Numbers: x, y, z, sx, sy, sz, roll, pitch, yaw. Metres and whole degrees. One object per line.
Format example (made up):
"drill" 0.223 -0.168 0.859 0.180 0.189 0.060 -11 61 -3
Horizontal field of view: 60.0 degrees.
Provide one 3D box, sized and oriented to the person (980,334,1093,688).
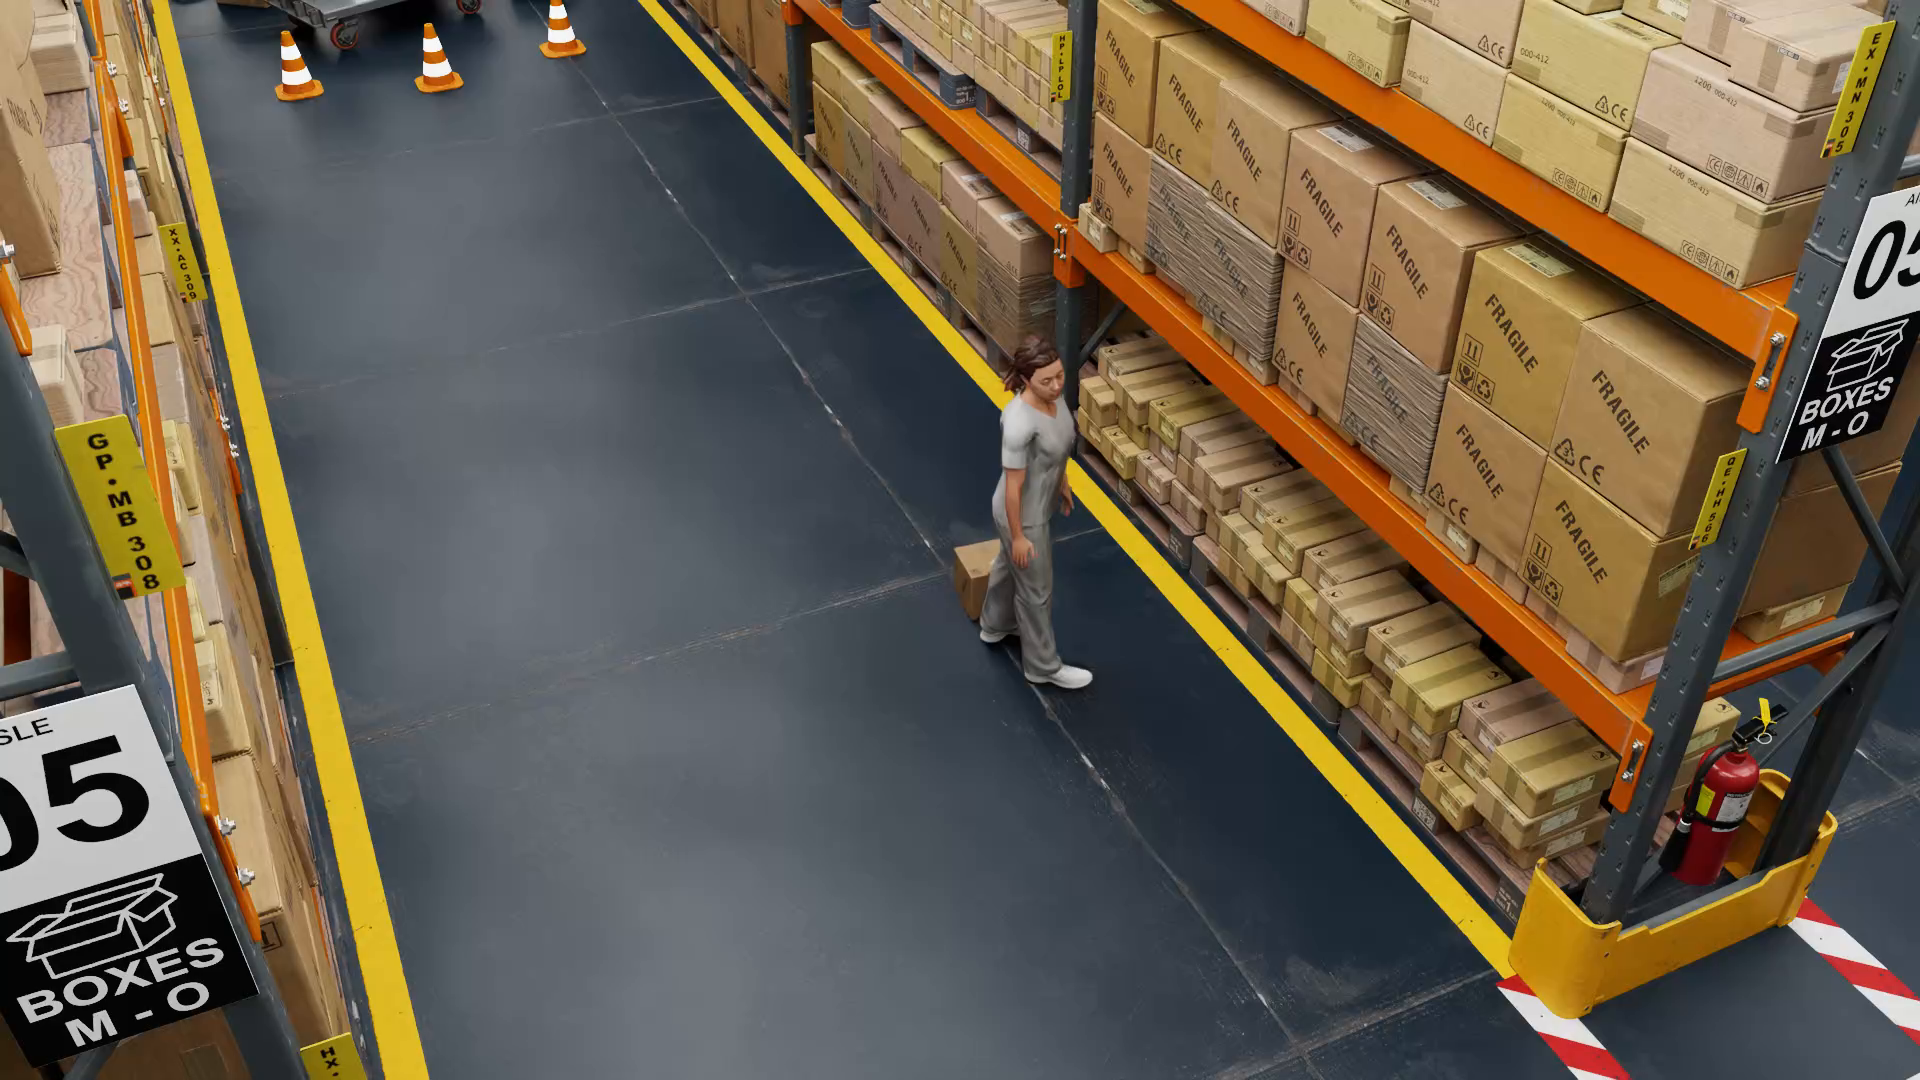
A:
"person" 0.336 -0.119 6.973 0.583 1.666 0.536 11 39 14
